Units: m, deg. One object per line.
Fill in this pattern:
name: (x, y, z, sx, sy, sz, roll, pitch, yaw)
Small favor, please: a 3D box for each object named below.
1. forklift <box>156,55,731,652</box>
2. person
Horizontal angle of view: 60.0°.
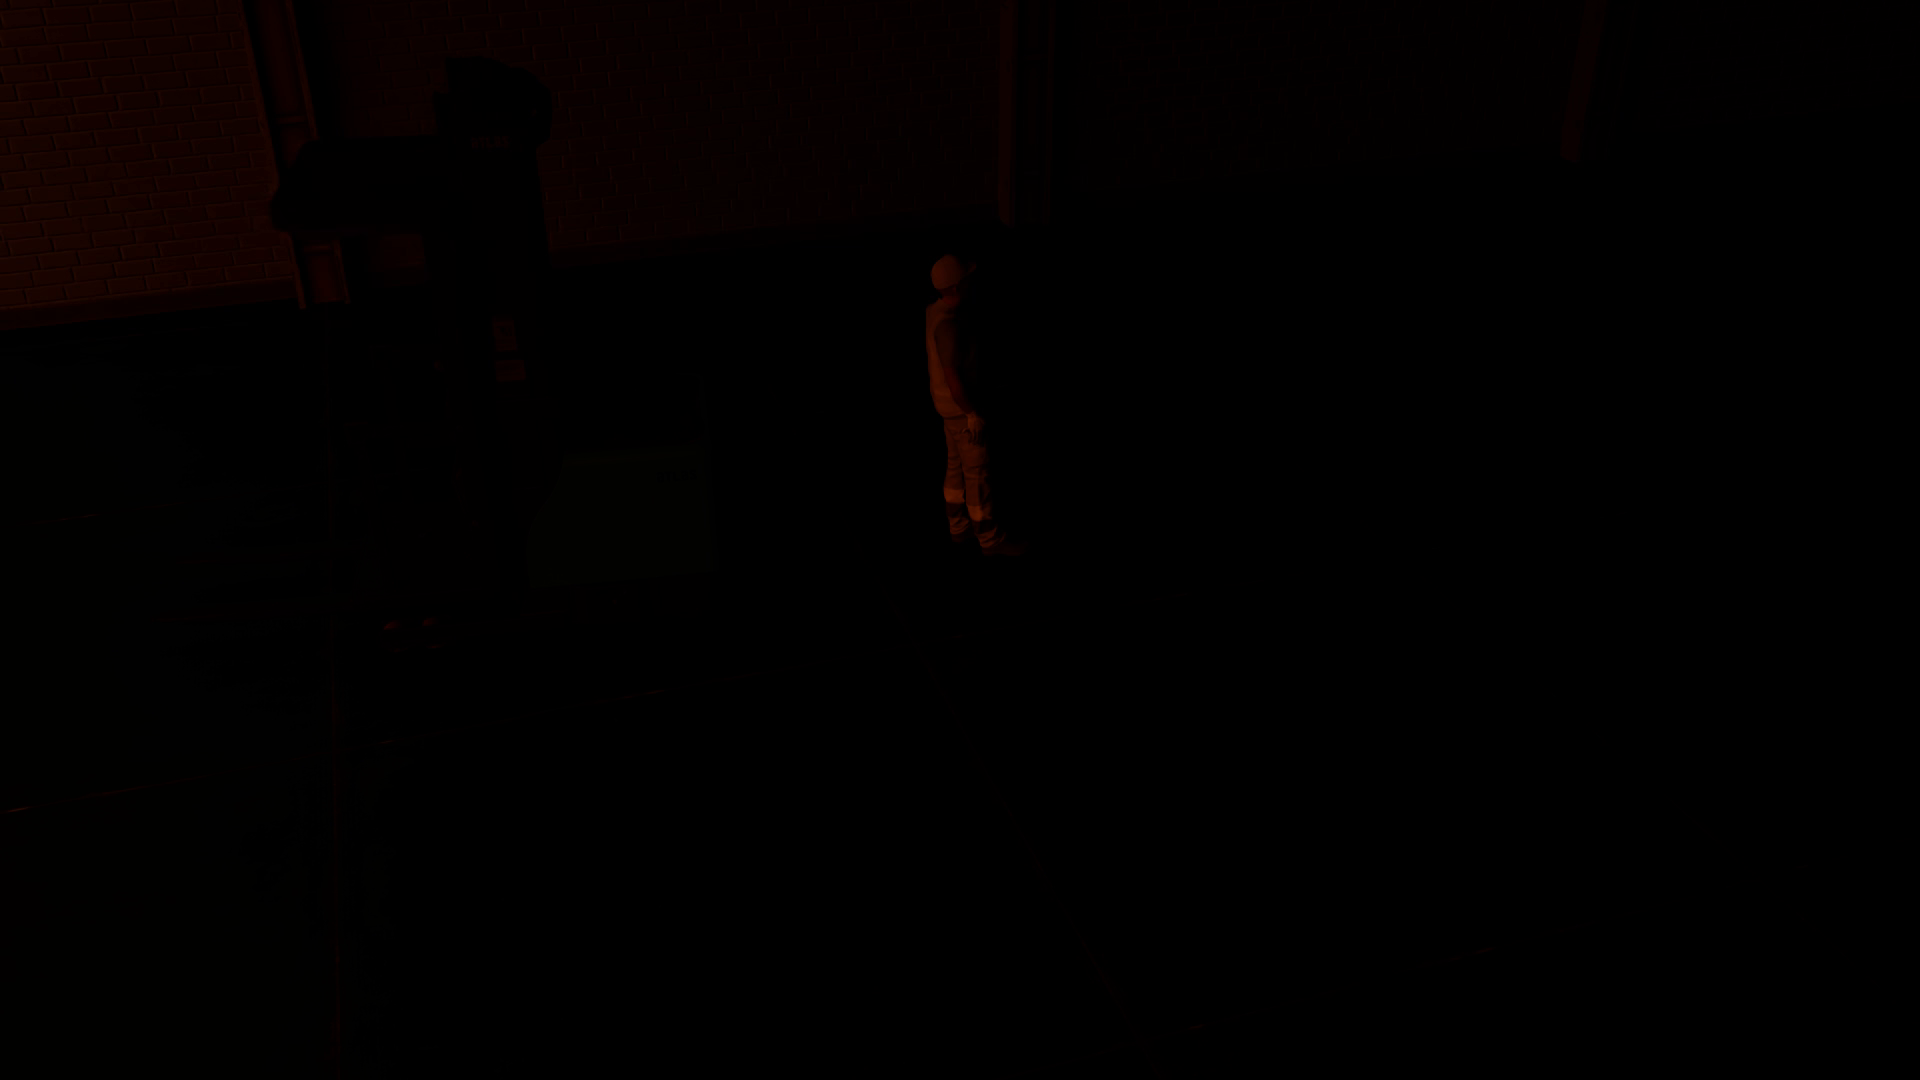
forklift: (-2.848, -0.950, 8.738, 3.031, 2.935, 1.130, -5, 30, -9)
person: (0.100, -0.787, 9.591, 0.590, 1.791, 0.634, -5, 30, -9)
